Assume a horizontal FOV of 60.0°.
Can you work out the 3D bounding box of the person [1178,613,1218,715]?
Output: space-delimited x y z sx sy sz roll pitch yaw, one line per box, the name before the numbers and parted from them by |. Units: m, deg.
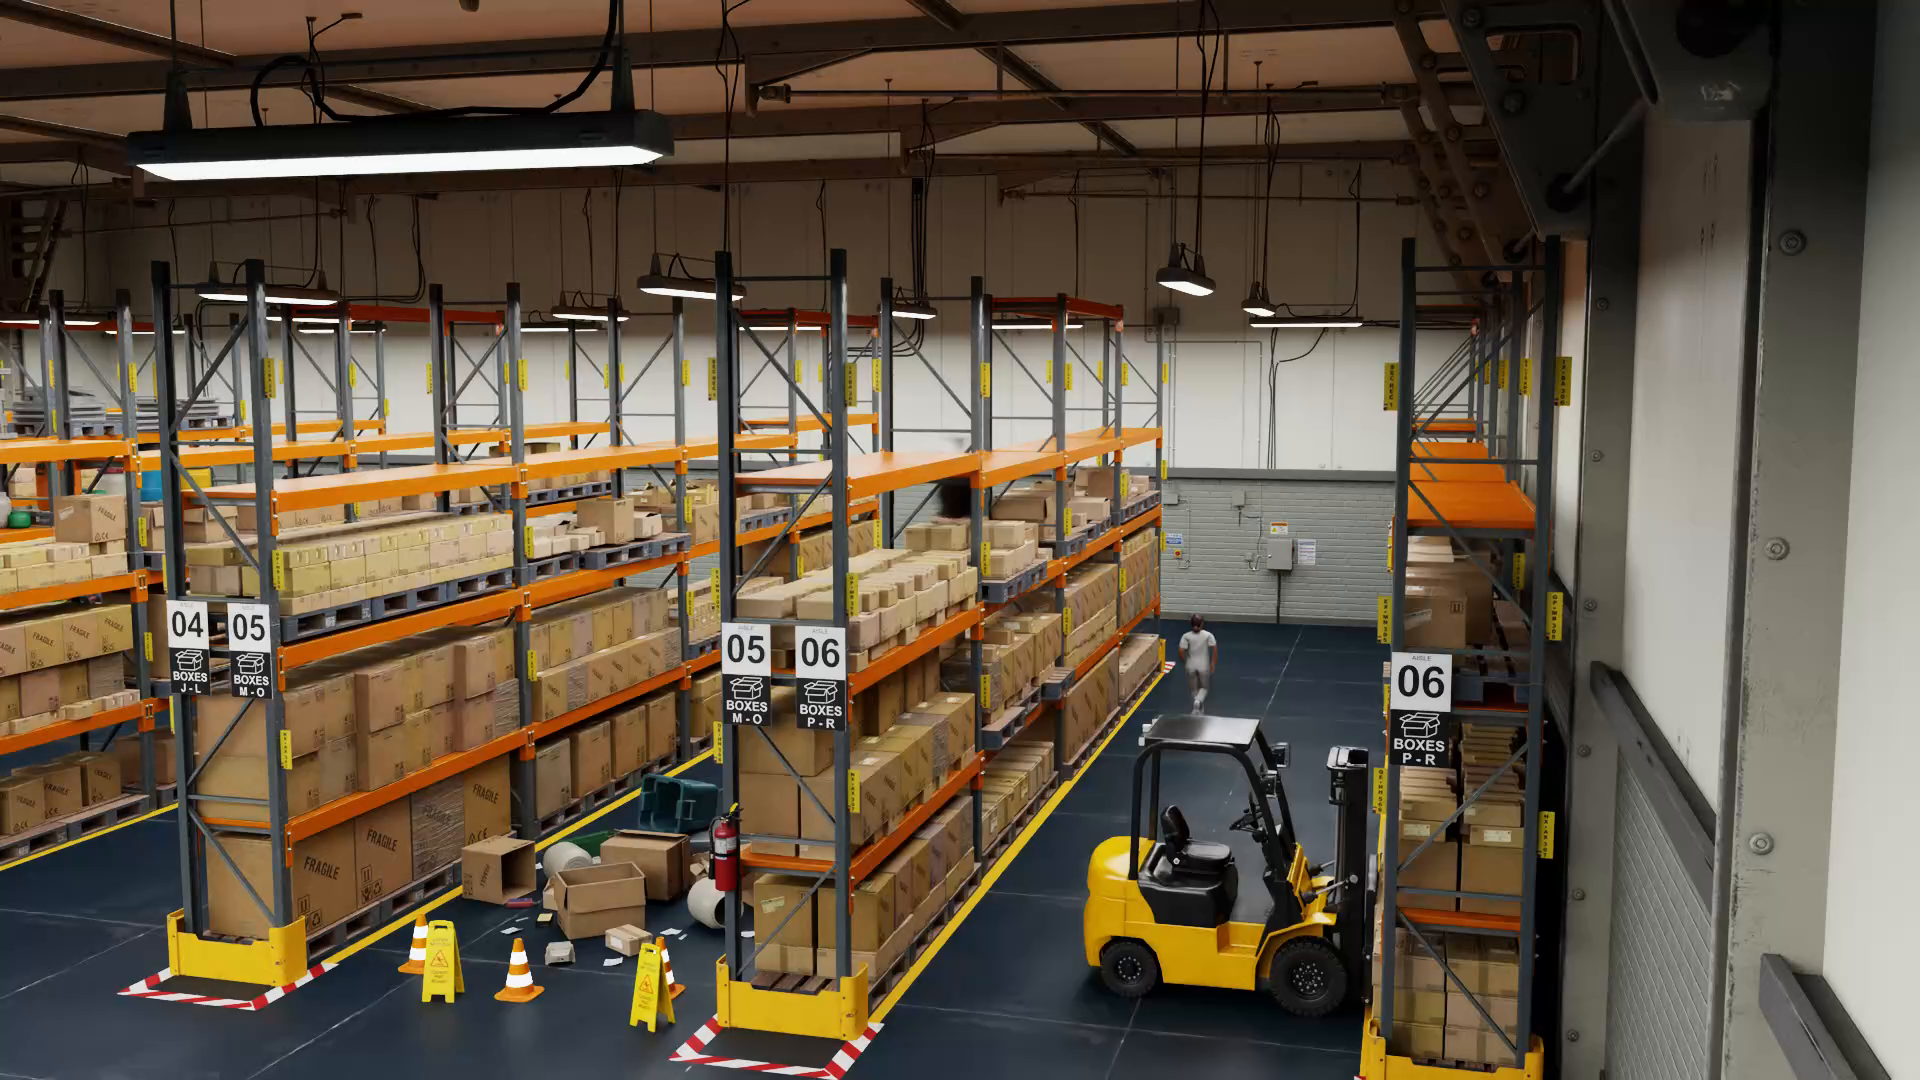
person | 3.408 1.860 23.819 0.569 1.603 0.555 1 6 11
